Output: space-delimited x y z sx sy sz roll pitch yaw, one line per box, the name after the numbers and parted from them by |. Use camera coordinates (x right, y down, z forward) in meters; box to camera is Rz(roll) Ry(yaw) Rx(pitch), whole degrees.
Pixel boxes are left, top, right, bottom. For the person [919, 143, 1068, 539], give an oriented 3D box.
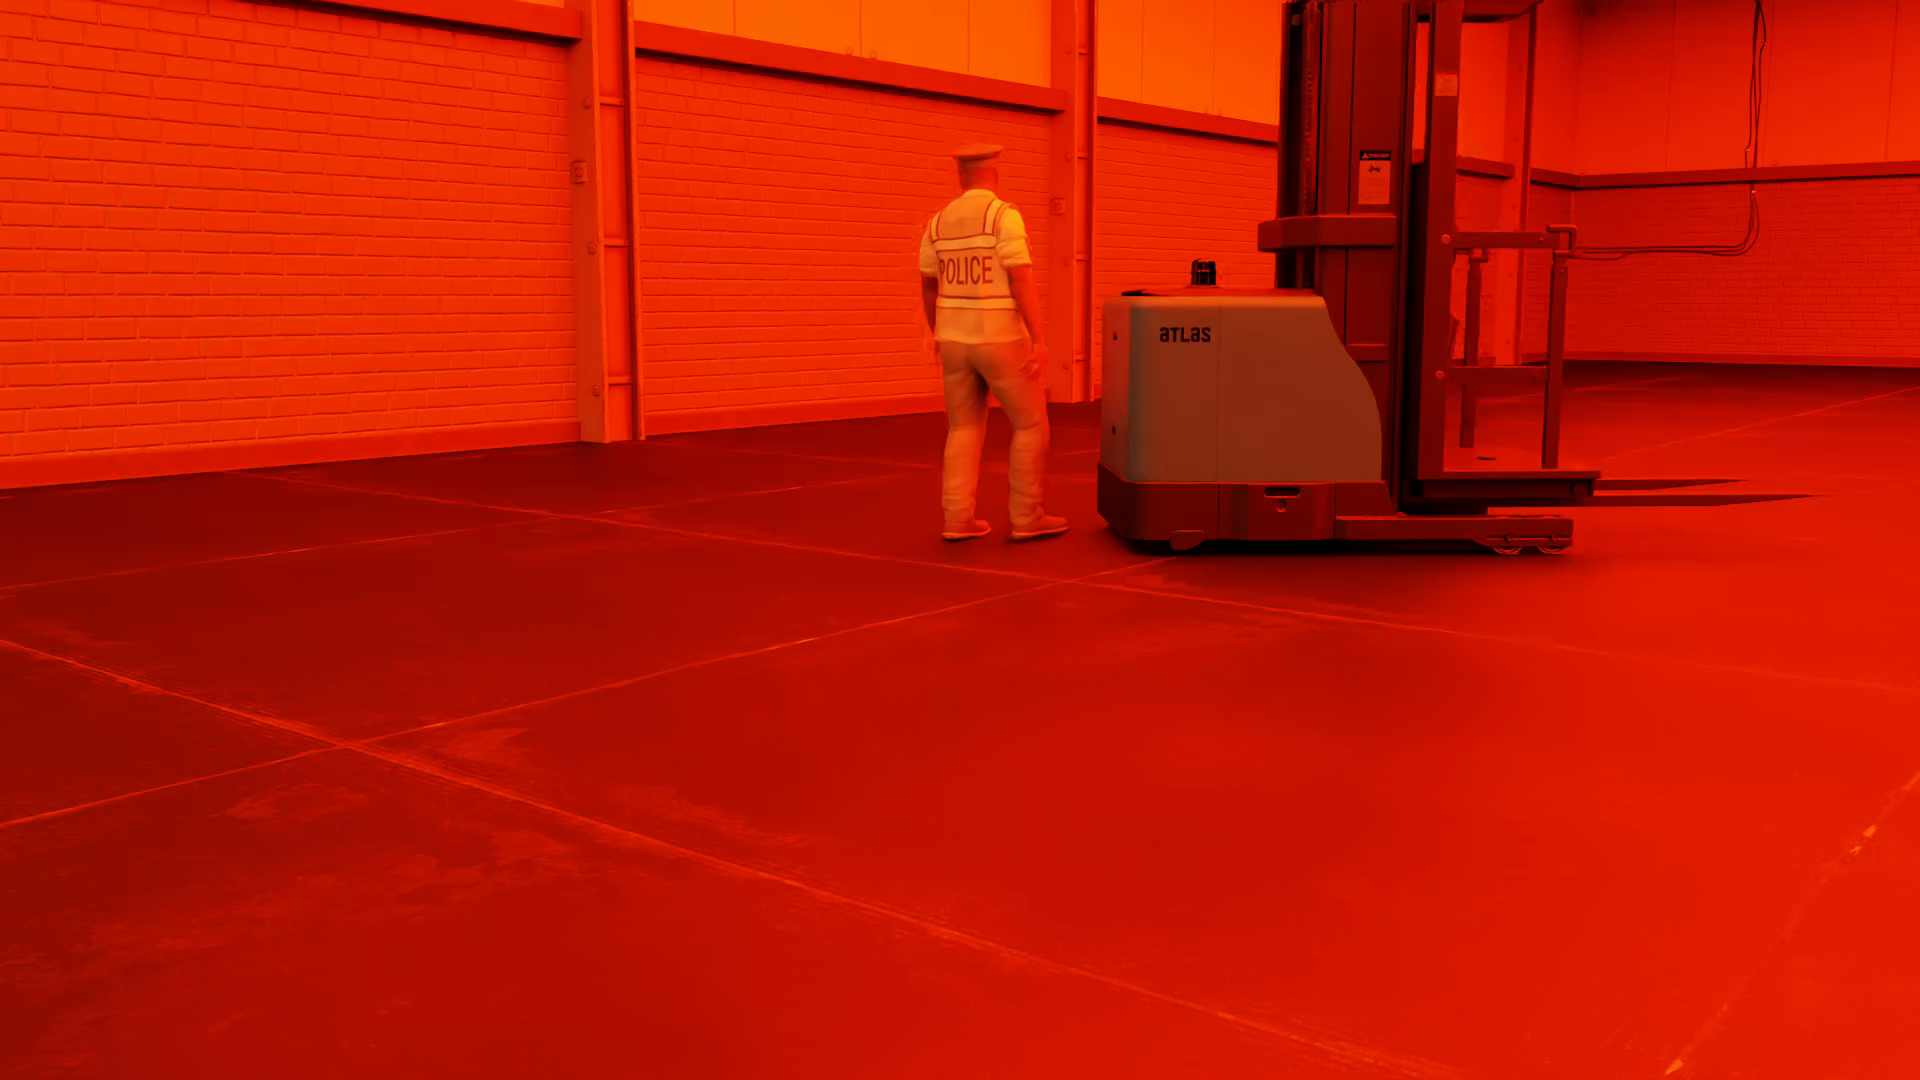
0.151 -0.884 7.429 0.691 1.742 0.578 6 10 34 | person

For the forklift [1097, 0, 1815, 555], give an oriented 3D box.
2.179 -1.463 7.277 3.031 2.935 1.130 0 8 -3 | forklift
